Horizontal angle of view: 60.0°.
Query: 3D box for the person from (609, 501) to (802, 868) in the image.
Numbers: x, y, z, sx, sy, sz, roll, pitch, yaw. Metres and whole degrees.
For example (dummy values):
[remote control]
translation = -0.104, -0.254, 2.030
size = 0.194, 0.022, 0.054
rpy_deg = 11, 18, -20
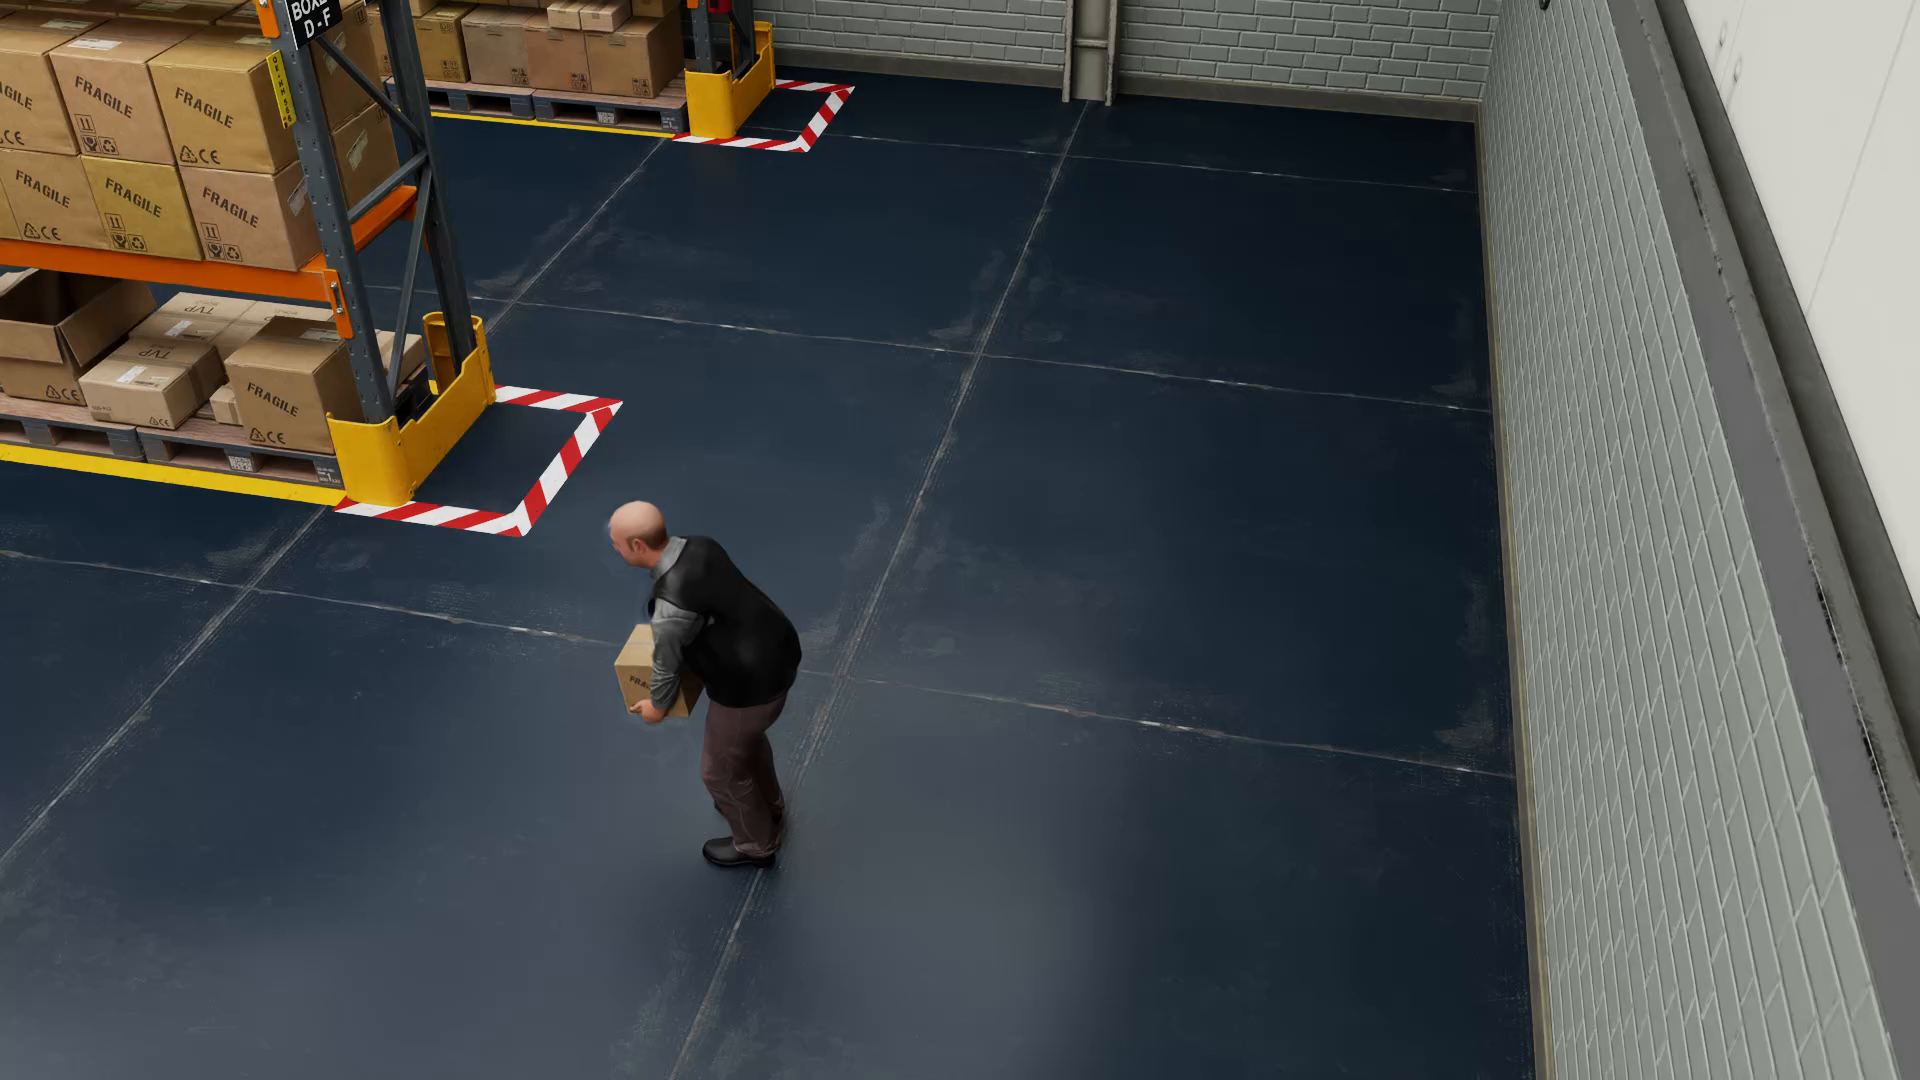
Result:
[person]
translation = -0.933, 0.551, 6.332
size = 0.644, 1.616, 0.473
rpy_deg = 7, 37, 9
